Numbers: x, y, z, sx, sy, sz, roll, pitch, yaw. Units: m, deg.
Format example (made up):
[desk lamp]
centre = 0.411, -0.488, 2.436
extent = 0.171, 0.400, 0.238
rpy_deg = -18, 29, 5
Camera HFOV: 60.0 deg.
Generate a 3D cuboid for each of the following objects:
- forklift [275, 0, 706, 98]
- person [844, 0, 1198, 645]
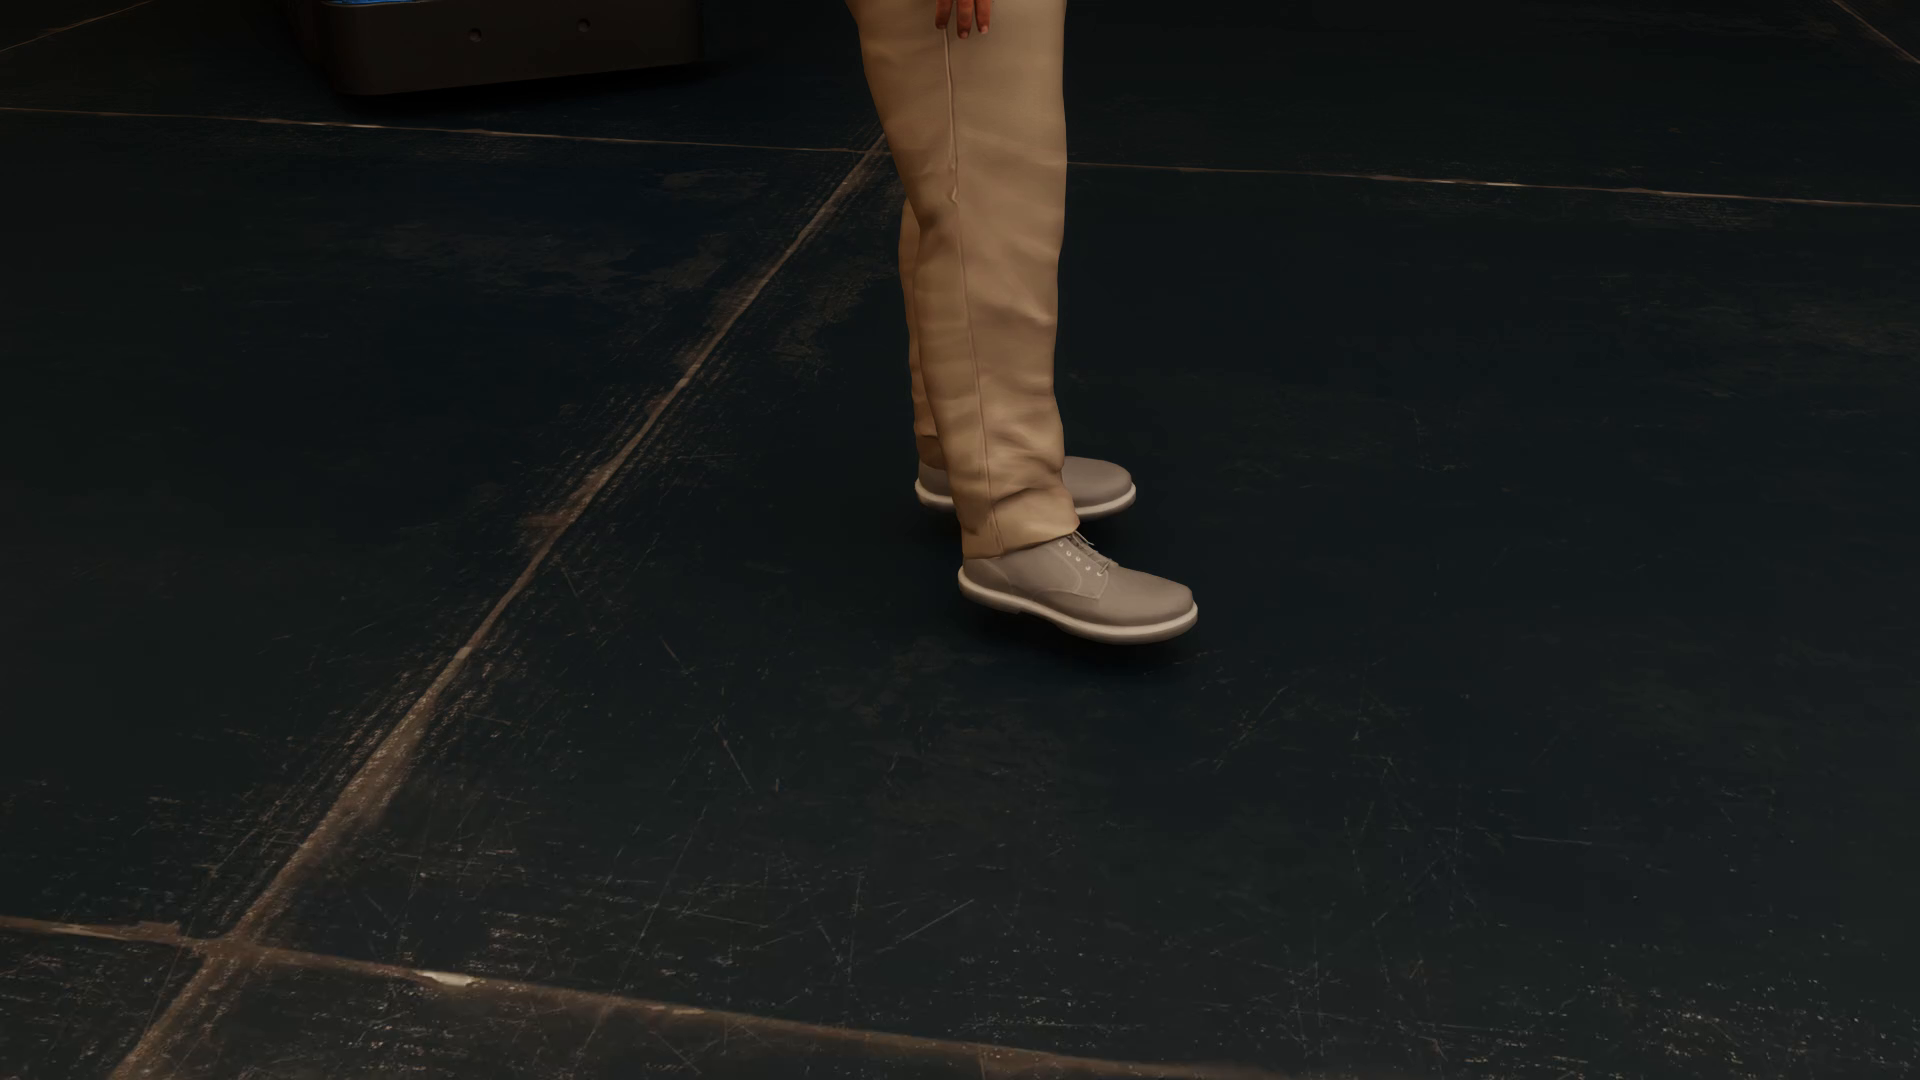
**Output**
[forklift]
centre = -1.831, -3.186, 5.224
extent = 1.130, 2.935, 3.031
rpy_deg = -13, 31, -21
[person]
centre = 0.086, -0.783, 2.034
extent = 0.551, 1.727, 0.640
rpy_deg = 5, 29, 9
